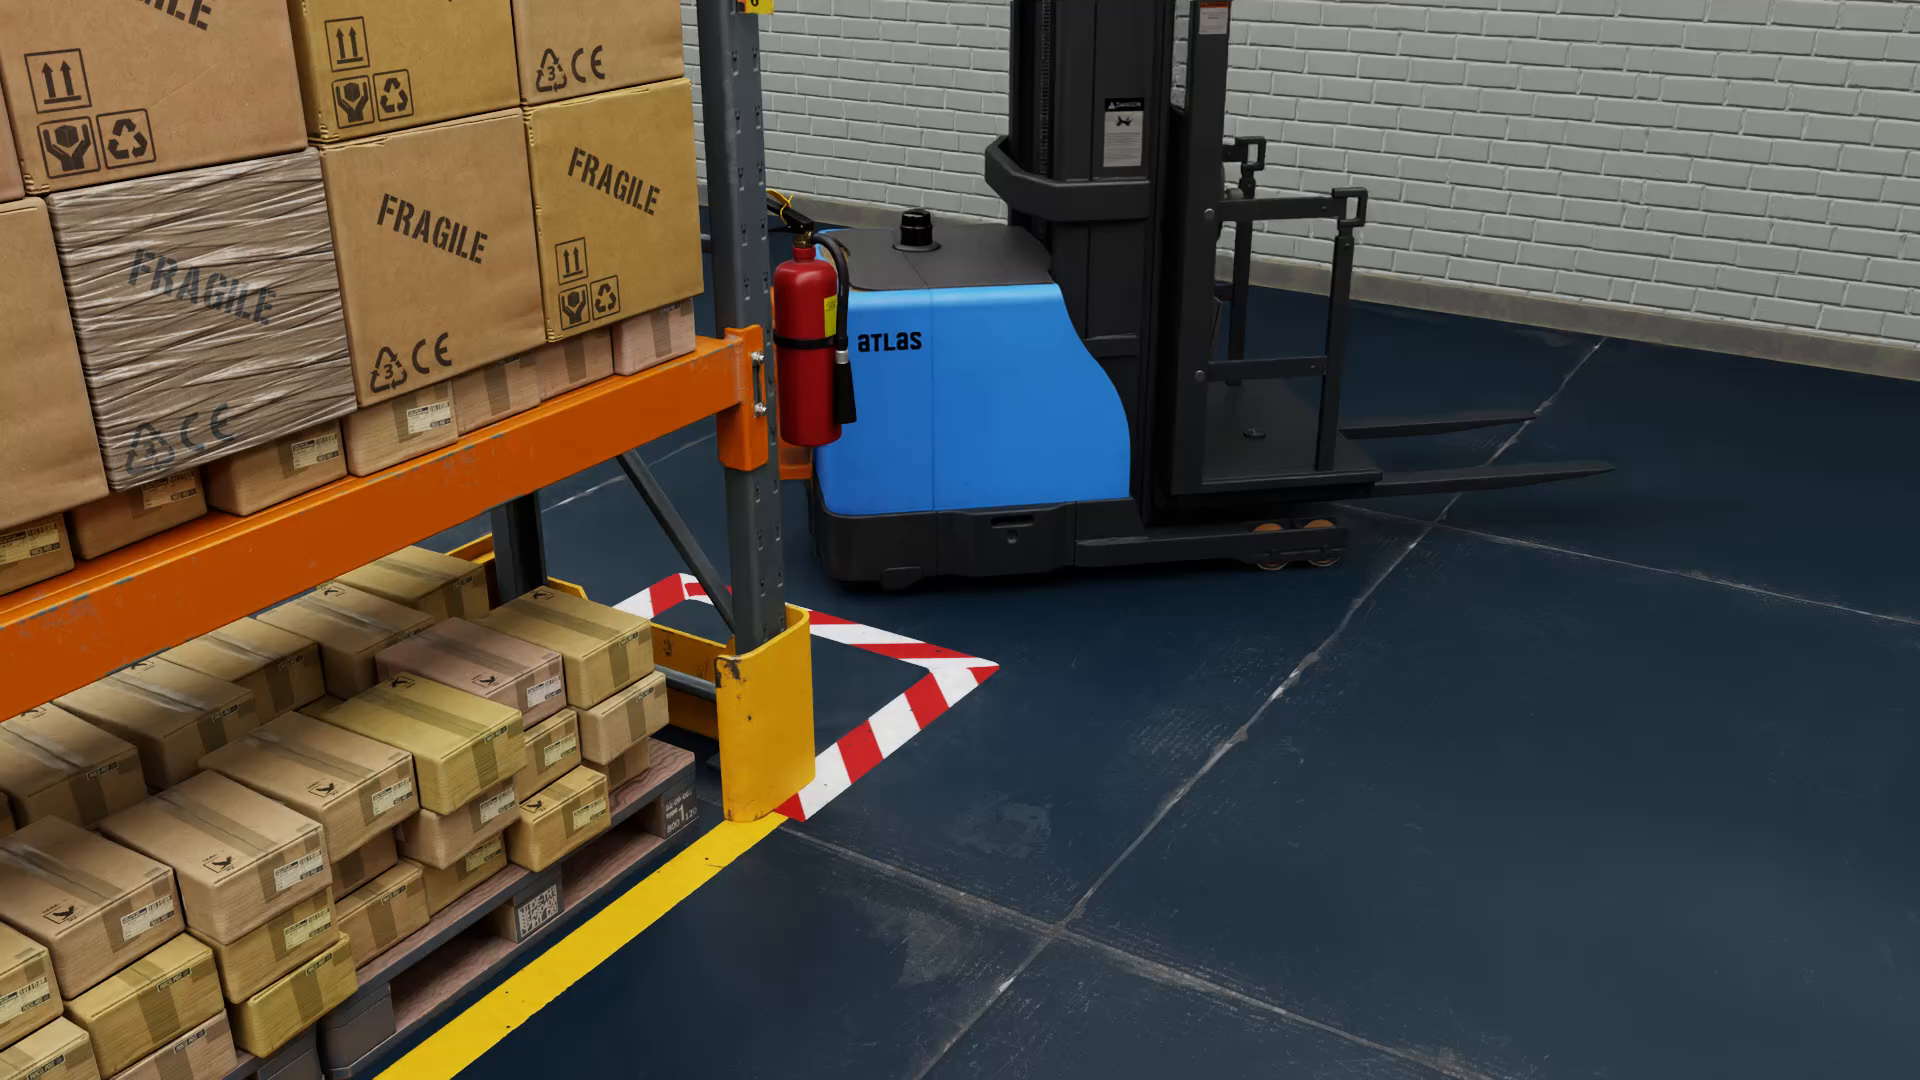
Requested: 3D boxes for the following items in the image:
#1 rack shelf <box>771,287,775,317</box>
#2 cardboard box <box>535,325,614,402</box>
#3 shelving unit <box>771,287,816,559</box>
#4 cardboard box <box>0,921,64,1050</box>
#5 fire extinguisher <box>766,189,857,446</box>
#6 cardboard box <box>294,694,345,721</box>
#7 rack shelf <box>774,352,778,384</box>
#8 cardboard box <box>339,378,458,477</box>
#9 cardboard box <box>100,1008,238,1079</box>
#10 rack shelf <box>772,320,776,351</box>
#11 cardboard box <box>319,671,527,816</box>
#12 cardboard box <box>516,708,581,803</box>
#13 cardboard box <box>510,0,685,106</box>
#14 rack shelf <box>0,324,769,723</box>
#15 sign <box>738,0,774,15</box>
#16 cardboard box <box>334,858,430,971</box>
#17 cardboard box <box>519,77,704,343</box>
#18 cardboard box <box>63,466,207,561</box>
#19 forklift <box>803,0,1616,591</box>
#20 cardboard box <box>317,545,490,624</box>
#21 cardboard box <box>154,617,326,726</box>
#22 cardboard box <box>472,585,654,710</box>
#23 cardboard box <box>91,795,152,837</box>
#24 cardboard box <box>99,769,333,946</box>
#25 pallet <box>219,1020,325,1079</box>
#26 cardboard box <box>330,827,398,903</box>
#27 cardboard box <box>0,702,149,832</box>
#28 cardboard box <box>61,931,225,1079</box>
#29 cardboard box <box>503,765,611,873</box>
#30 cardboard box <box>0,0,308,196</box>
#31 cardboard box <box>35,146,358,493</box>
[{"bbox_3d":[-0.640,-0.813,5.823,0.180,0.103,0.258,-4,24,-9],"label":"rack shelf"},{"bbox_3d":[-1.026,-0.449,3.827,0.380,0.149,0.250,14,27,29],"label":"cardboard box"},{"bbox_3d":[-0.640,-0.523,5.949,0.189,1.200,0.258,-4,24,-9],"label":"shelving unit"},{"bbox_3d":[-1.837,0.788,2.964,0.380,0.149,0.250,14,27,29],"label":"cardboard box"},{"bbox_3d":[-0.406,-0.591,4.406,0.296,0.674,0.183,14,27,29],"label":"fire extinguisher"},{"bbox_3d":[-1.672,0.475,4.063,0.380,0.149,0.250,14,27,30],"label":"cardboard box"},{"bbox_3d":[-0.640,-0.593,5.919,0.180,0.103,0.258,-4,24,-9],"label":"rack shelf"},{"bbox_3d":[-1.260,-0.270,3.414,0.380,0.149,0.250,15,27,30],"label":"cardboard box"},{"bbox_3d":[-1.655,0.980,3.270,0.380,0.149,0.250,14,27,30],"label":"cardboard box"},{"bbox_3d":[-0.640,-0.703,5.871,0.180,0.103,0.258,-4,24,-9],"label":"rack shelf"},{"bbox_3d":[-1.205,0.452,3.741,0.380,0.149,0.250,13,27,28],"label":"cardboard box"},{"bbox_3d":[-1.151,0.485,4.040,0.380,0.149,0.250,13,27,28],"label":"cardboard box"},{"bbox_3d":[-0.961,-1.244,3.589,0.500,0.500,0.500,13,27,28],"label":"cardboard box"},{"bbox_3d":[-1.986,0.196,2.927,1.077,0.370,4.000,14,27,29],"label":"rack shelf"},{"bbox_3d":[-0.470,-1.363,3.767,0.100,0.325,0.005,14,27,29],"label":"sign"},{"bbox_3d":[-1.413,0.793,3.703,0.380,0.149,0.250,14,27,29],"label":"cardboard box"},{"bbox_3d":[-0.949,-0.786,3.790,0.500,0.500,0.500,14,27,30],"label":"cardboard box"},{"bbox_3d":[-1.617,-0.108,3.041,0.380,0.149,0.250,13,26,27],"label":"cardboard box"},{"bbox_3d":[0.946,-1.438,5.882,3.031,2.935,1.130,-4,24,-9],"label":"forklift"},{"bbox_3d":[-1.496,0.139,4.464,0.380,0.149,0.250,13,26,27],"label":"cardboard box"},{"bbox_3d":[-1.781,0.315,4.057,0.380,0.149,0.250,14,27,29],"label":"cardboard box"},{"bbox_3d":[-0.995,0.265,4.173,0.380,0.149,0.250,14,27,30],"label":"cardboard box"},{"bbox_3d":[-1.959,0.648,3.663,0.380,0.149,0.250,12,26,26],"label":"cardboard box"},{"bbox_3d":[-1.490,0.628,3.334,0.380,0.149,0.250,15,28,31],"label":"cardboard box"},{"bbox_3d":[-2.074,1.173,3.275,1.003,0.211,1.213,14,27,29],"label":"pallet"},{"bbox_3d":[-1.469,0.653,3.652,0.380,0.149,0.250,14,27,28],"label":"cardboard box"},{"bbox_3d":[-1.996,0.508,3.612,0.380,0.149,0.250,15,28,31],"label":"cardboard box"},{"bbox_3d":[-1.653,0.844,3.211,0.380,0.149,0.250,15,28,32],"label":"cardboard box"},{"bbox_3d":[-1.081,0.636,4.066,0.380,0.149,0.250,15,27,31],"label":"cardboard box"},{"bbox_3d":[-1.495,-0.896,2.784,0.500,0.500,0.500,15,28,32],"label":"cardboard box"},{"bbox_3d":[-1.485,-0.440,2.991,0.500,0.500,0.500,14,27,29],"label":"cardboard box"}]
